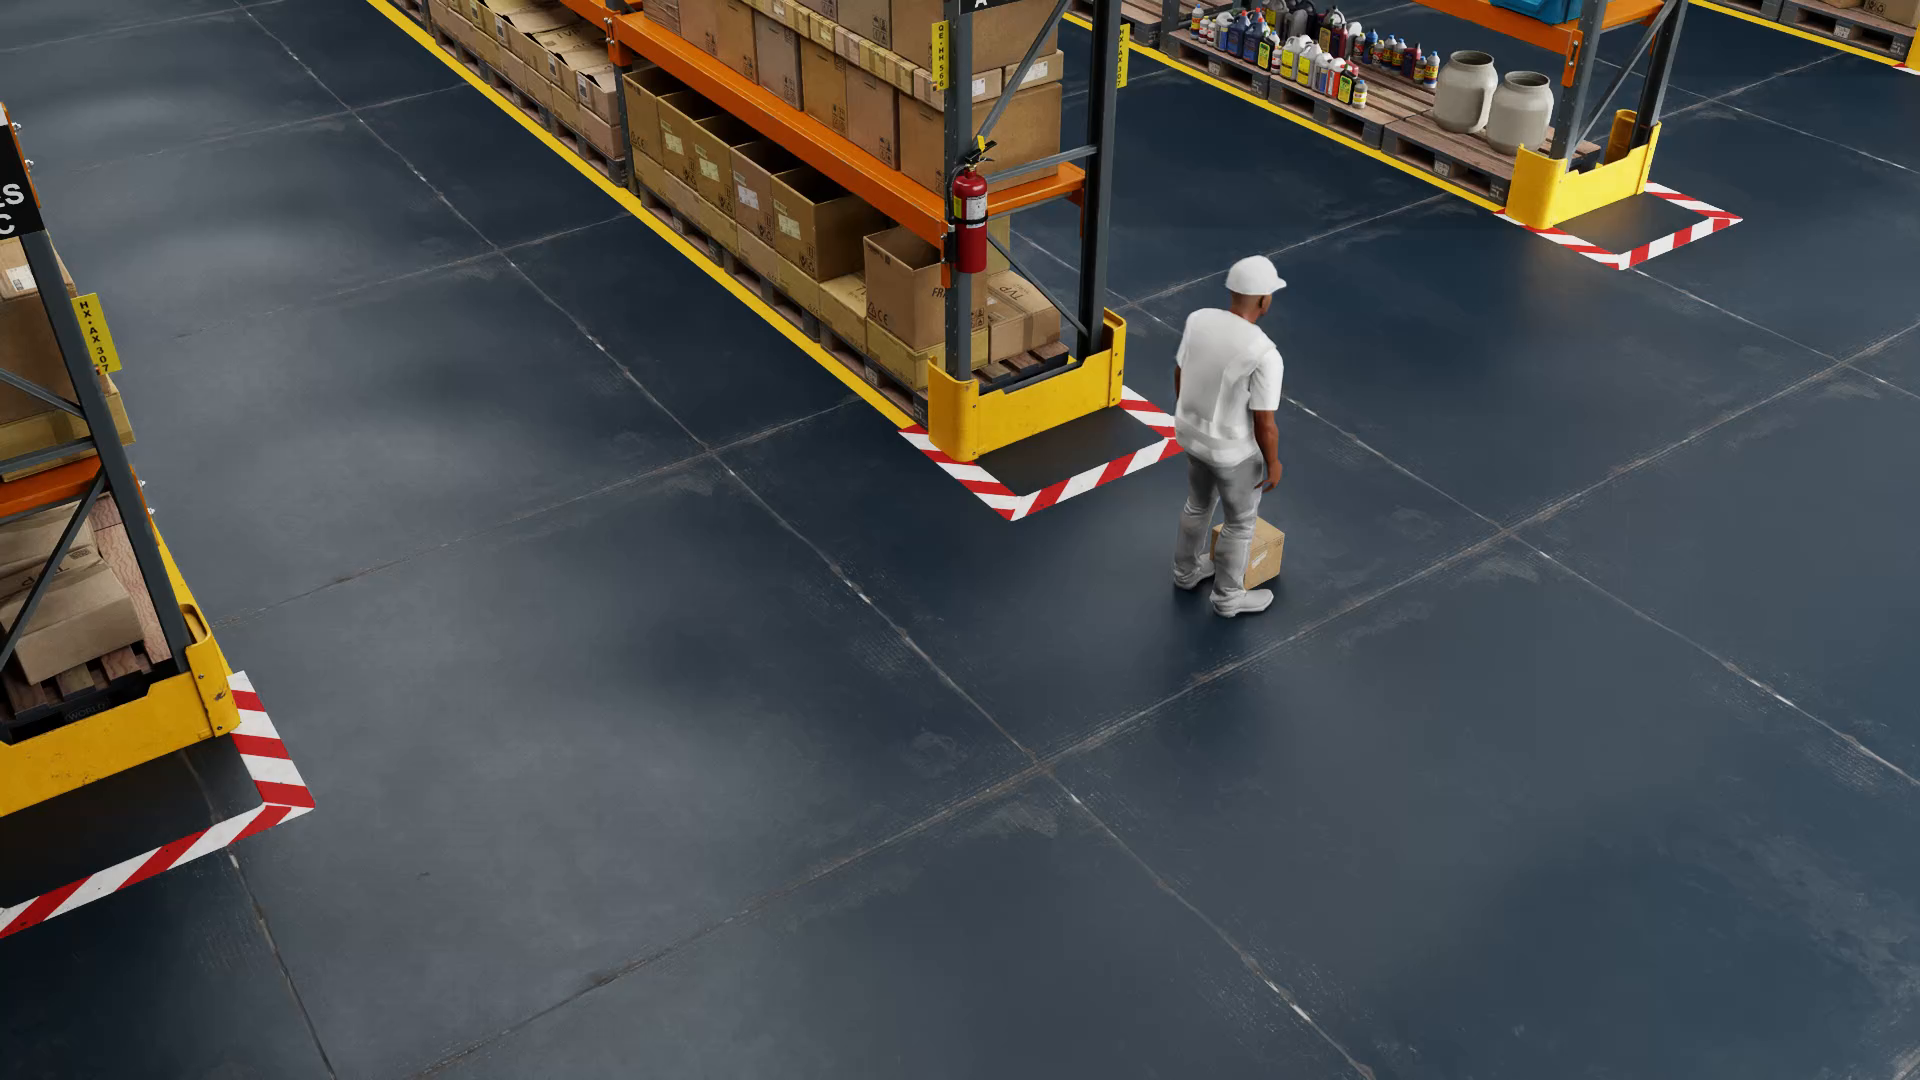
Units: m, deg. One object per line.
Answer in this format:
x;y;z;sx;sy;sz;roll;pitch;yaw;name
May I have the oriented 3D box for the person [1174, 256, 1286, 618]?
1.233;-0.471;7.632;0.460;1.761;0.627;-23;42;-28;person
